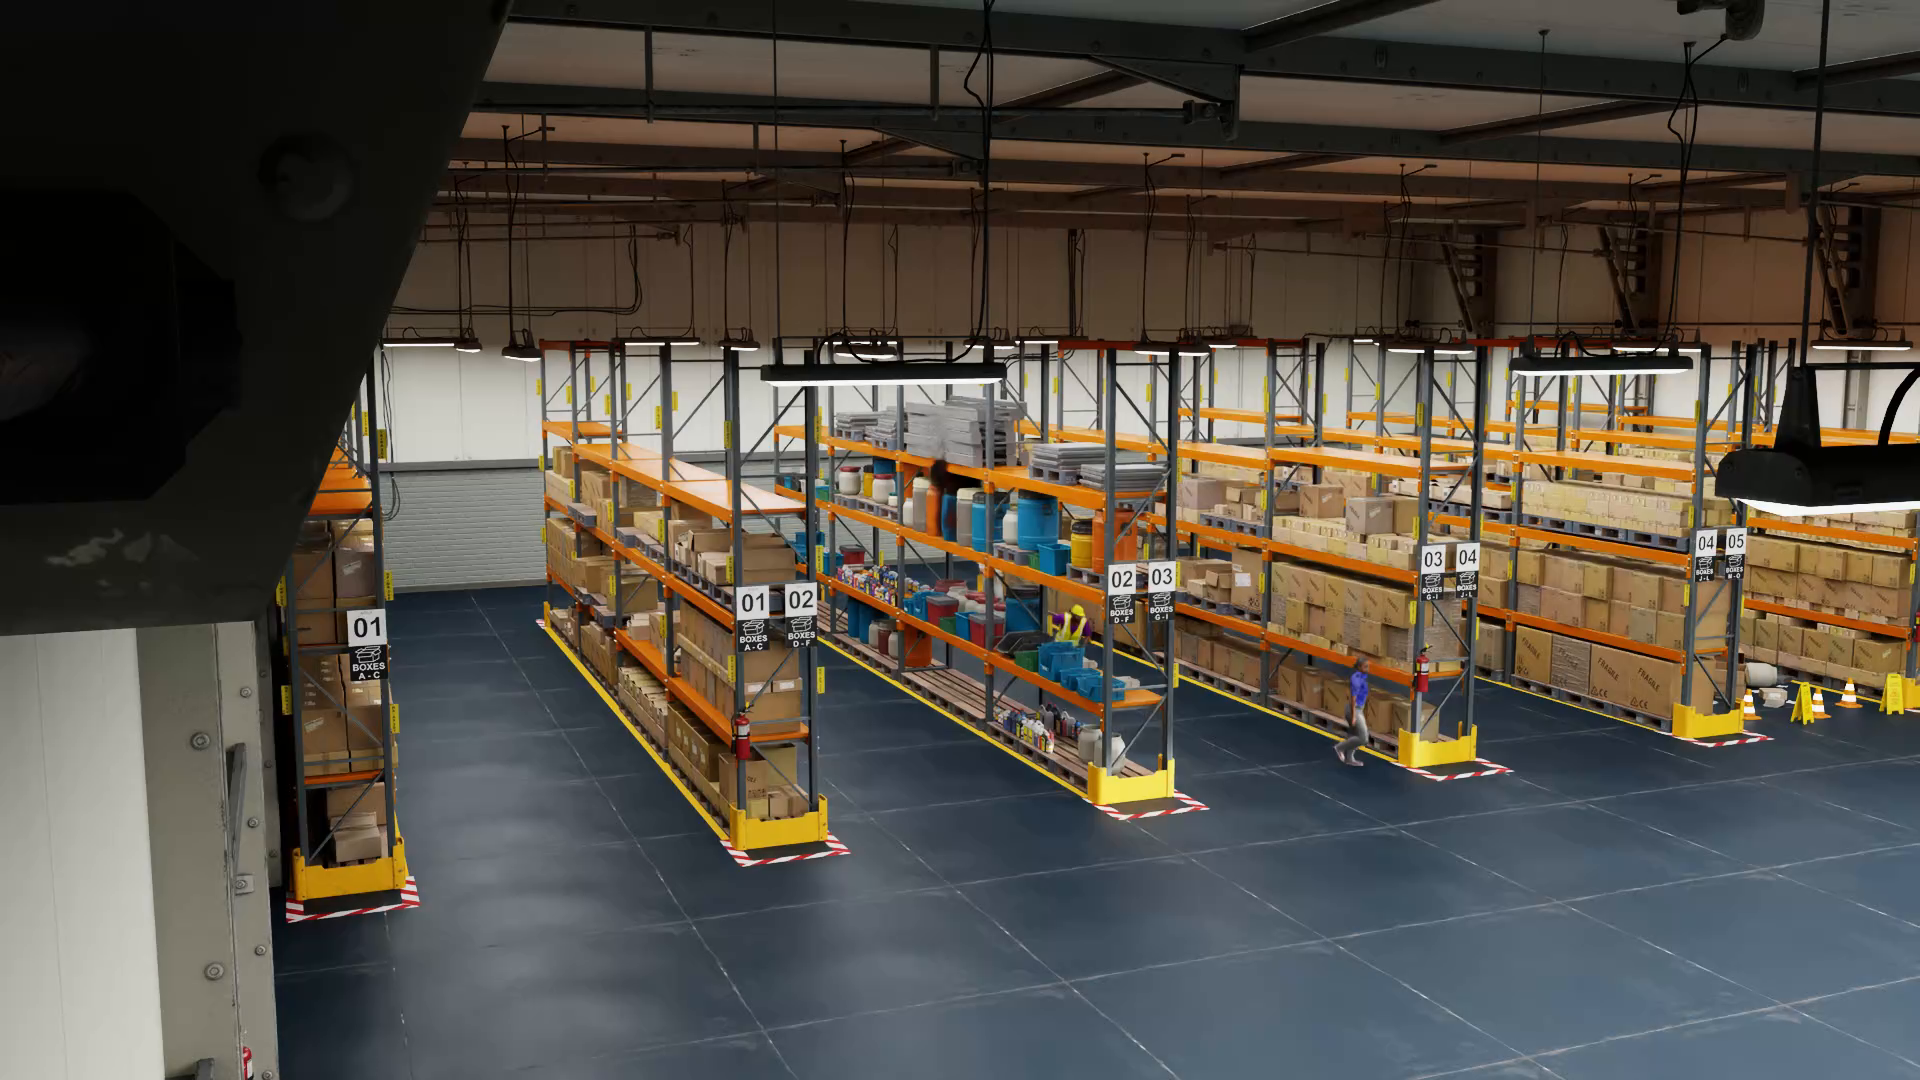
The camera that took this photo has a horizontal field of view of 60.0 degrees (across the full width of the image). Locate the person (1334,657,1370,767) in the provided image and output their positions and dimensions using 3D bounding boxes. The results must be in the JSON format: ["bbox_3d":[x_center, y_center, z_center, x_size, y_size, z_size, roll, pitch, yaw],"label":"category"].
[{"bbox_3d":[5.571,2.456,23.594,0.497,1.619,0.529,3,8,21],"label":"person"}]

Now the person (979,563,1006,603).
[{"bbox_3d":[0.695,0.930,34.911,0.636,1.838,0.854,-2,8,-14],"label":"person"}]

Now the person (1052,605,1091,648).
[{"bbox_3d":[1.878,1.833,28.718,0.741,1.531,0.976,-1,8,-10],"label":"person"}]
